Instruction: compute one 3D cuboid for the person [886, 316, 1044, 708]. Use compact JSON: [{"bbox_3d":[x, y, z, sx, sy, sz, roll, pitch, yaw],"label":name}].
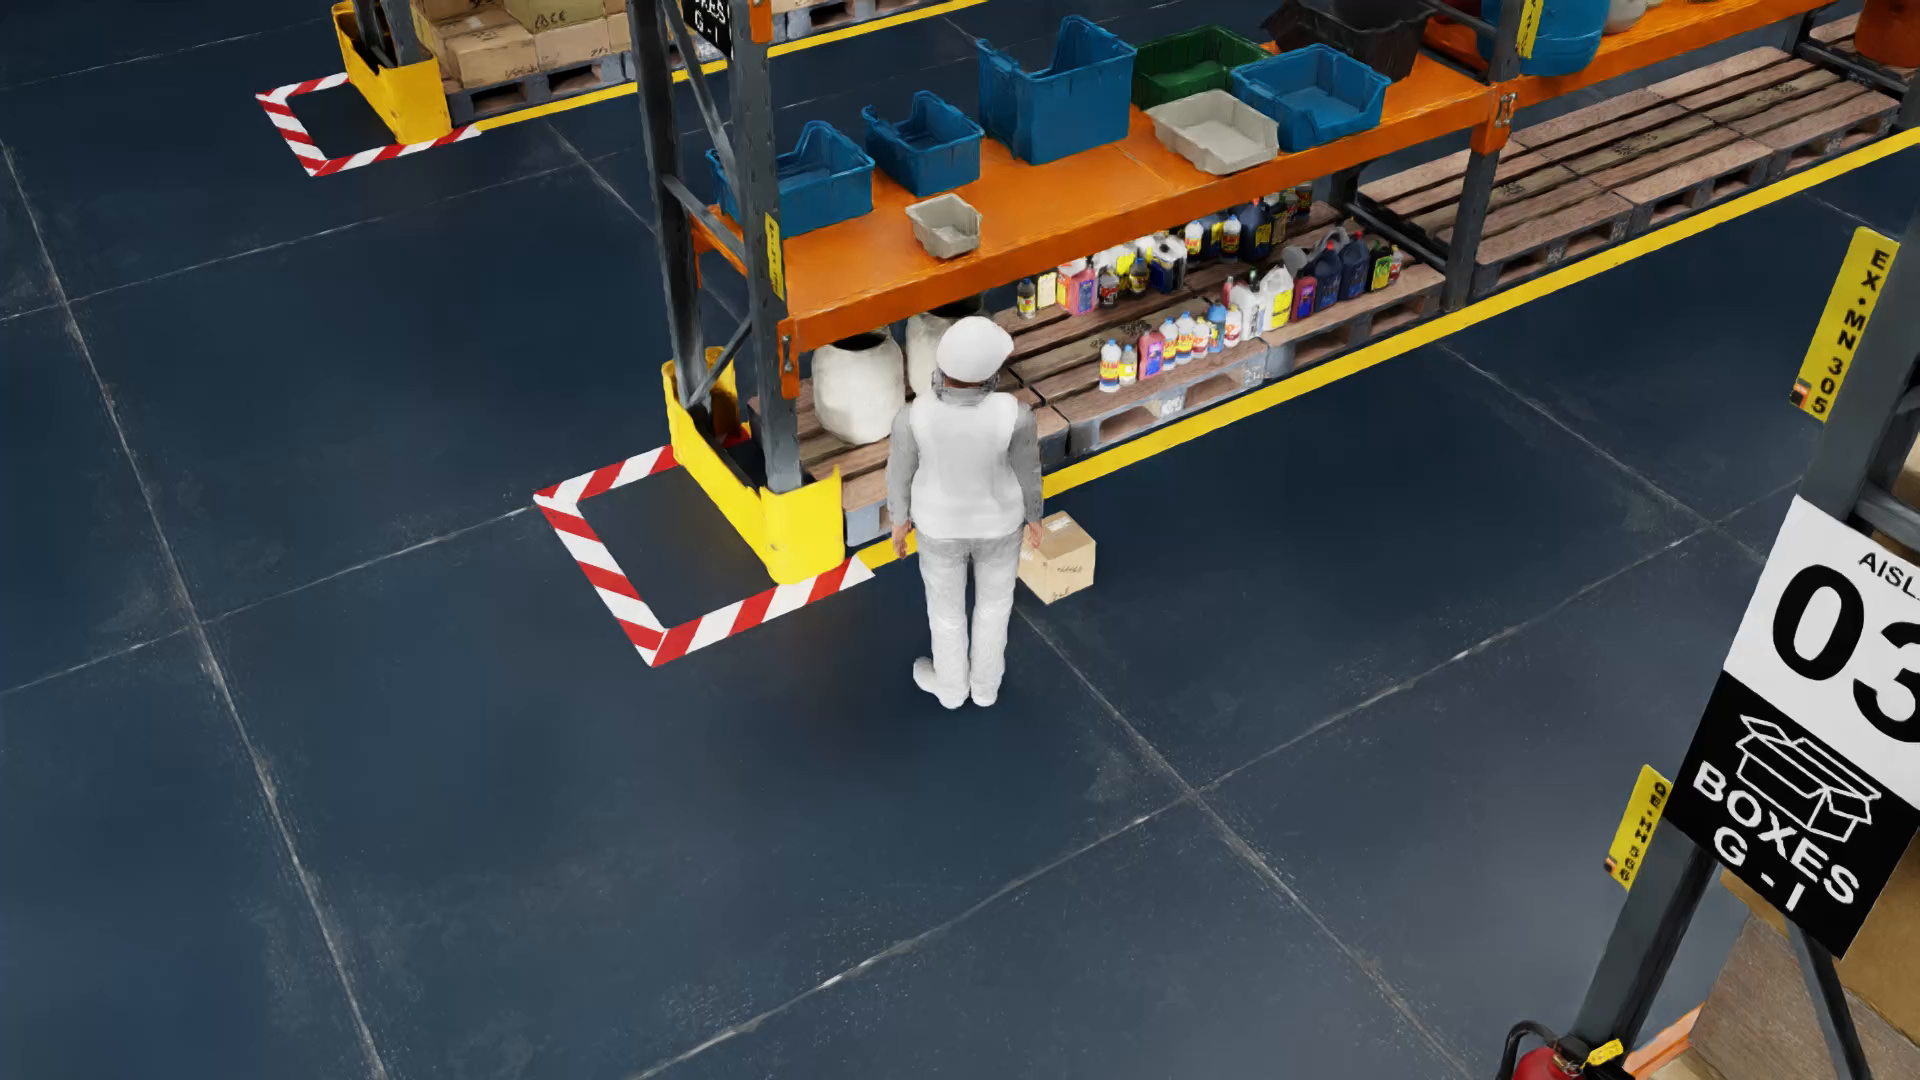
[{"bbox_3d":[0.021,-0.088,6.212,0.582,1.773,0.361,-2,41,-2],"label":"person"}]
